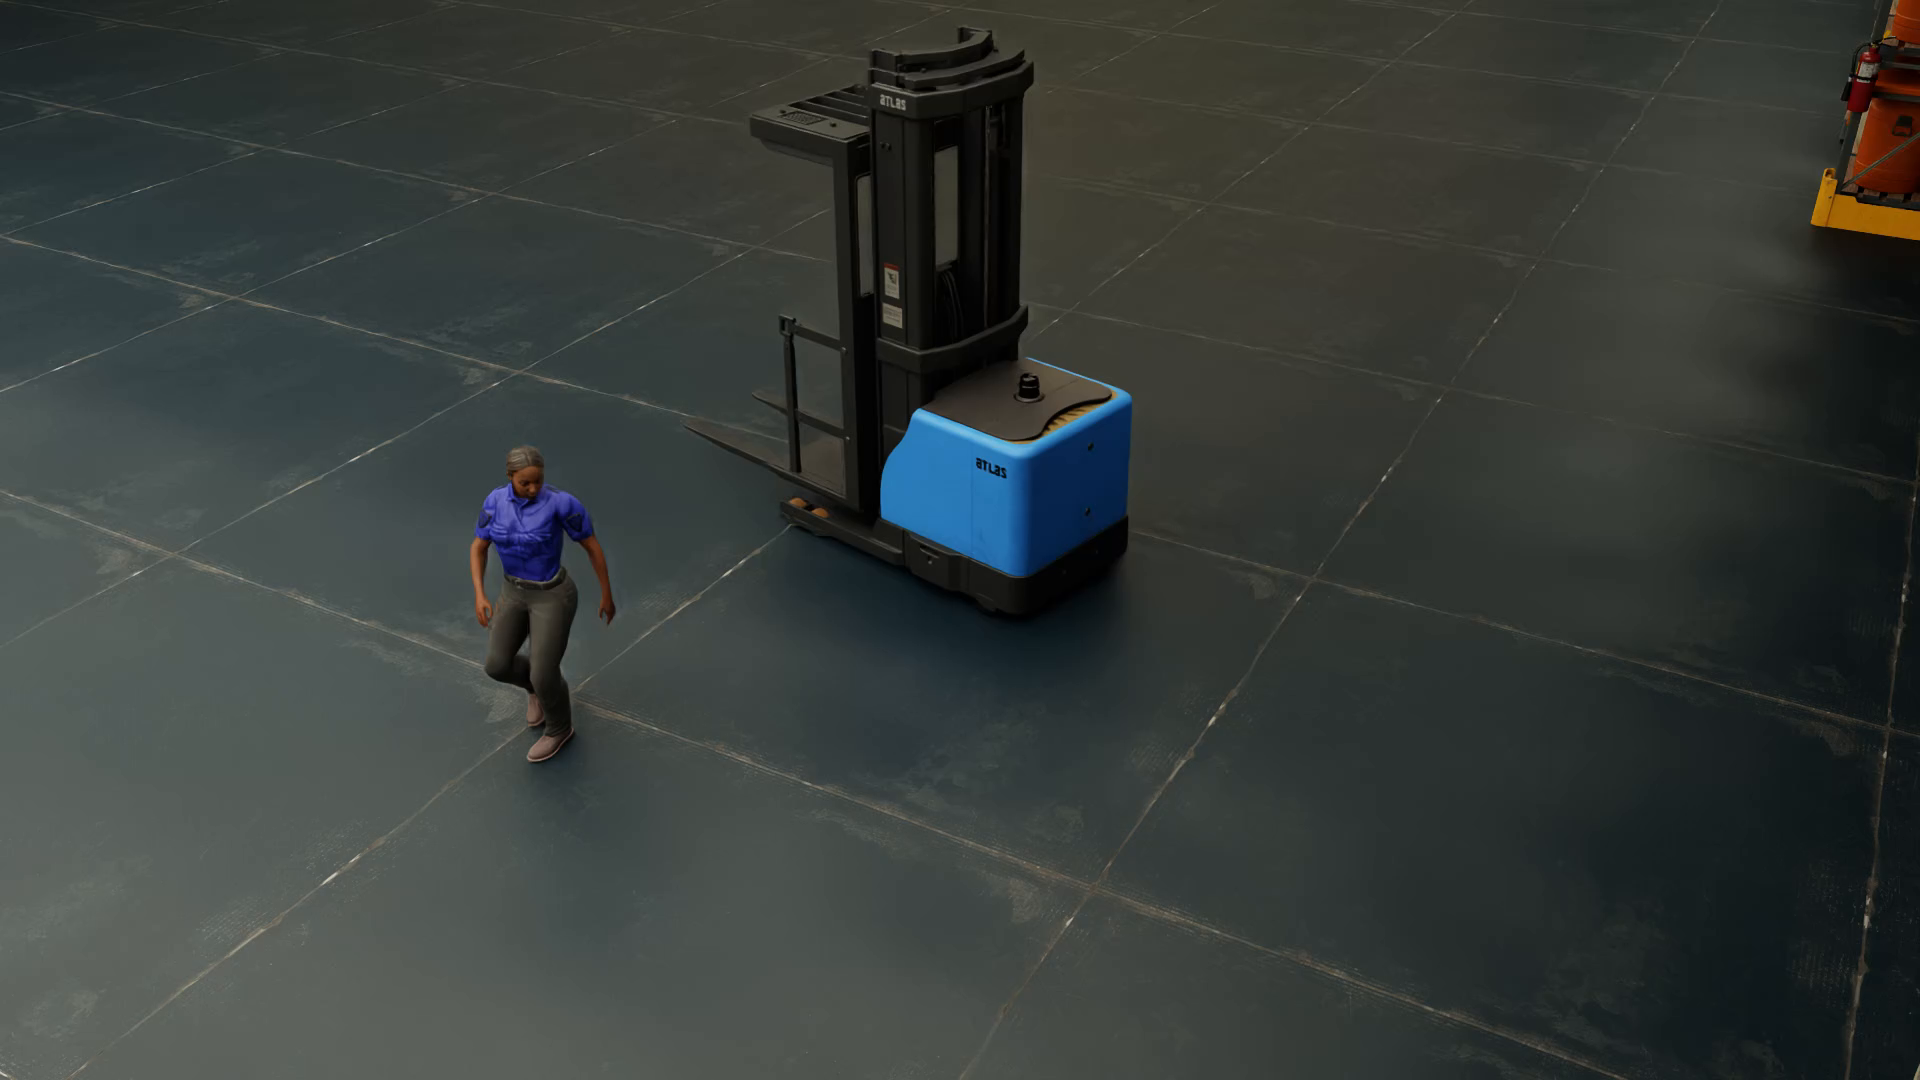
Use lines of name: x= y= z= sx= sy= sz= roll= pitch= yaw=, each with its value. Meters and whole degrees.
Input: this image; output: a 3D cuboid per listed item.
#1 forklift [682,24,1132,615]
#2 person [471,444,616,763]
forklift: x=-0.462 y=-1.469 z=9.616 sx=3.031 sy=2.935 sz=1.130 roll=24 pitch=37 yaw=35
person: x=-1.983 y=0.299 z=7.879 sx=0.659 sy=1.619 sz=0.497 roll=12 pitch=32 yaw=20
